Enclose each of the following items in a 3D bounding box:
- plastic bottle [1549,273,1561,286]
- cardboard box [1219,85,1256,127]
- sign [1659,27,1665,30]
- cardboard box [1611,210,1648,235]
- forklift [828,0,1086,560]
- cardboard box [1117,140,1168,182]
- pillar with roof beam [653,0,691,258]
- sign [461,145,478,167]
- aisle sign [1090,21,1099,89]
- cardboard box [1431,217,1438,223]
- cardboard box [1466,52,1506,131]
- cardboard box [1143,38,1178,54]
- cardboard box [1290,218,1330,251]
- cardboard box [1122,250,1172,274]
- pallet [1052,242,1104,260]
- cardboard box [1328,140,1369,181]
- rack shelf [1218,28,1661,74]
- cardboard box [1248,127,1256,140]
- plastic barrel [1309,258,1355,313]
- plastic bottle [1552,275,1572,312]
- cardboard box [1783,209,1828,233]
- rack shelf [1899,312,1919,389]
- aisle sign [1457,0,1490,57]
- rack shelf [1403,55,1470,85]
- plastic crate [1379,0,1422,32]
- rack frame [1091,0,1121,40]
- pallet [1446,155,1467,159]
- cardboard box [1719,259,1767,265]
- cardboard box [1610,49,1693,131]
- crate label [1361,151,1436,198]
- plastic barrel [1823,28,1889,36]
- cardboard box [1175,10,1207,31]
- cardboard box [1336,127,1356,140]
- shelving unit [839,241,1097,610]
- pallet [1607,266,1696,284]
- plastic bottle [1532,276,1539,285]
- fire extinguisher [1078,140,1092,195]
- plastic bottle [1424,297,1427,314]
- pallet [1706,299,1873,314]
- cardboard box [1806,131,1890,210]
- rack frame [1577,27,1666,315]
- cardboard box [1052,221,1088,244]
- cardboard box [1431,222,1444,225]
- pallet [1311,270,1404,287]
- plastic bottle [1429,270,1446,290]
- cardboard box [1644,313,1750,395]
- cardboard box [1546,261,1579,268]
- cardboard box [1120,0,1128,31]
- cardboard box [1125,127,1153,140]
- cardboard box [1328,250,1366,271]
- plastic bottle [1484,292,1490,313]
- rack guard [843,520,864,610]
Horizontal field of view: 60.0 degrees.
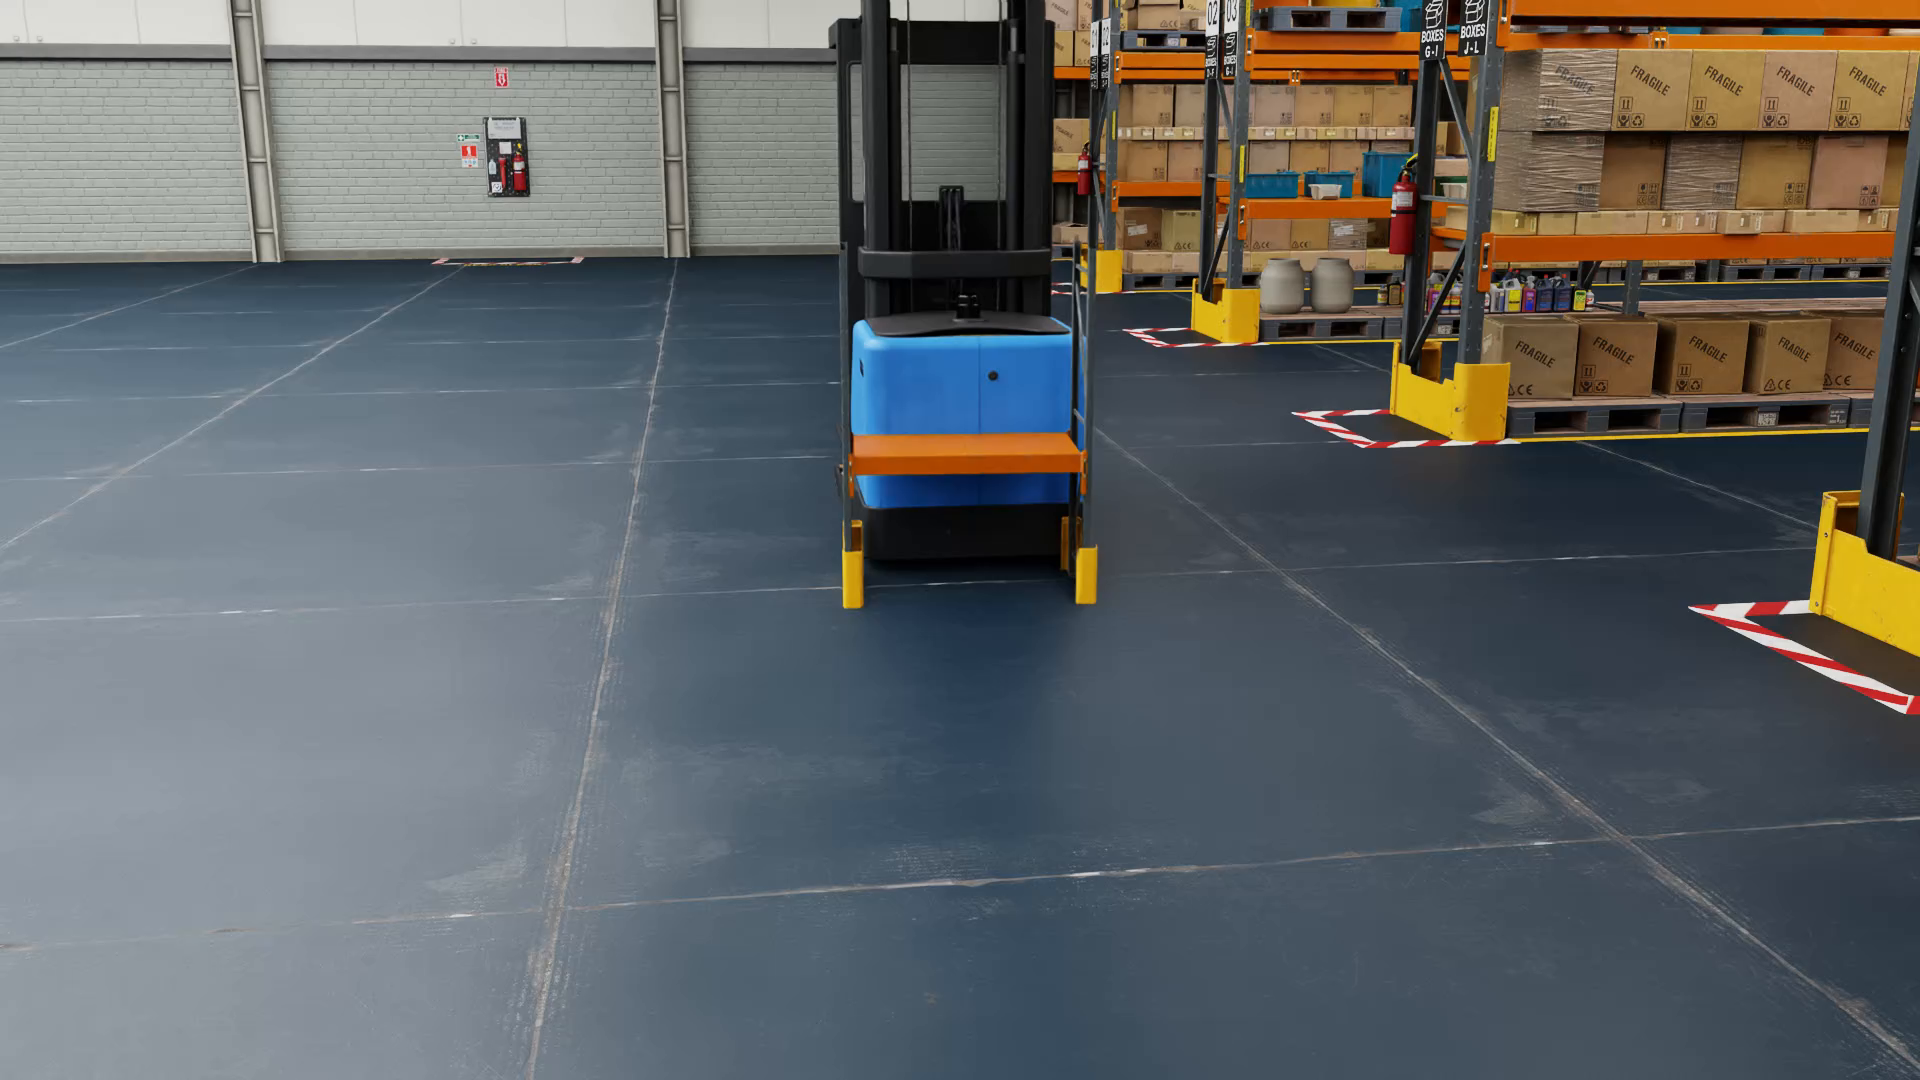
[{"bbox_3d":[5.830,-2.440,16.325,0.185,0.351,0.144,-2,14,-8],"label":"plastic bottle"},{"bbox_3d":[3.289,-5.348,20.509,0.500,0.500,0.700,-2,14,-8],"label":"cardboard box"},{"bbox_3d":[6.516,-4.896,15.393,0.005,0.325,0.100,-2,14,-8],"label":"sign"},{"bbox_3d":[4.289,-2.088,10.898,0.250,0.149,0.380,-2,14,-8],"label":"cardboard box"},{"bbox_3d":[-0.105,-1.638,8.730,1.130,2.935,3.031,-2,14,-7],"label":"forklift"},{"bbox_3d":[2.219,-4.678,20.504,0.500,0.500,0.700,-2,14,-8],"label":"cardboard box"},{"bbox_3d":[-3.714,-7.698,20.417,0.400,9.000,9.100,-2,14,-8],"label":"pillar with roof beam"},{"bbox_3d":[-7.367,-5.765,24.970,0.234,0.329,0.001,-2,14,-8],"label":"sign"},{"bbox_3d":[1.647,-5.945,20.417,0.004,0.787,0.394,-2,14,-8],"label":"aisle sign"},{"bbox_3d":[7.207,-5.044,26.403,0.500,0.500,0.700,-2,14,-9],"label":"cardboard box"},{"bbox_3d":[3.735,-2.990,11.106,0.500,0.500,0.500,-2,14,-8],"label":"cardboard box"},{"bbox_3d":[2.958,-7.328,24.861,0.500,0.500,0.500,-1,14,-5],"label":"cardboard box"},{"bbox_3d":[4.295,-3.891,20.818,0.500,0.500,0.500,-2,14,-8],"label":"cardboard box"},{"bbox_3d":[2.319,-3.452,20.609,0.500,0.250,0.500,-2,14,-8],"label":"cardboard box"},{"bbox_3d":[1.898,-4.479,25.646,1.213,0.211,1.003,-2,14,-8],"label":"pallet"},{"bbox_3d":[4.753,-4.771,20.875,0.500,0.500,0.700,-2,14,-9],"label":"cardboard box"},{"bbox_3d":[4.467,-4.603,15.722,4.000,0.370,1.077,-2,14,-8],"label":"rack shelf"},{"bbox_3d":[3.449,-4.989,20.409,0.250,0.149,0.380,-2,14,-9],"label":"cardboard box"},{"bbox_3d":[3.625,-2.482,16.202,0.421,0.512,0.421,0,14,0],"label":"plastic barrel"},{"bbox_3d":[5.851,-2.405,16.187,0.185,0.351,0.144,-2,14,-10],"label":"plastic bottle"},{"bbox_3d":[5.529,-2.127,11.052,0.250,0.149,0.380,-2,14,-8],"label":"cardboard box"},{"bbox_3d":[5.844,-0.760,6.564,4.000,0.370,1.077,-2,14,-8],"label":"rack shelf"},{"bbox_3d":[3.211,-3.420,10.346,0.004,0.787,0.394,-2,14,-8],"label":"aisle sign"},{"bbox_3d":[7.689,-5.939,21.051,4.000,0.370,1.077,-2,14,-8],"label":"rack shelf"},{"bbox_3d":[4.331,-5.013,15.911,0.575,0.384,0.392,-2,14,-8],"label":"plastic crate"},{"bbox_3d":[1.756,-7.526,19.732,0.127,3.000,1.000,-2,14,-8],"label":"rack frame"},{"bbox_3d":[8.236,-5.953,26.186,1.003,0.211,1.213,-2,14,-8],"label":"pallet"},{"bbox_3d":[10.159,-3.855,21.660,0.500,0.500,0.500,-1,14,-6],"label":"cardboard box"},{"bbox_3d":[4.308,-2.882,10.673,0.500,0.500,0.500,-2,14,-8],"label":"cardboard box"},{"bbox_3d":[4.270,-3.573,16.231,0.616,0.435,0.502,-2,14,-8],"label":"crate label"},{"bbox_3d":[8.909,-5.376,16.444,0.708,0.830,0.600,-2,14,-8],"label":"plastic barrel"},{"bbox_3d":[2.855,-6.375,20.466,0.500,0.250,0.500,-2,14,-8],"label":"cardboard box"},{"bbox_3d":[4.711,-5.034,20.591,0.250,0.149,0.380,-2,14,-8],"label":"cardboard box"},{"bbox_3d":[0.028,-0.512,7.180,1.083,1.500,0.587,-1,14,-4],"label":"shelving unit"},{"bbox_3d":[8.846,-3.533,21.875,1.213,0.211,1.003,-2,14,-8],"label":"pallet"},{"bbox_3d":[5.766,-2.515,16.764,0.133,0.283,0.061,-2,14,-8],"label":"plastic bottle"},{"bbox_3d":[1.569,-4.686,20.899,0.183,0.674,0.296,-2,14,-8],"label":"fire extinguisher"},{"bbox_3d":[4.431,-2.275,15.975,0.097,0.201,0.097,0,14,0],"label":"plastic bottle"},{"bbox_3d":[8.425,-2.300,16.957,1.213,0.211,1.003,-2,14,-8],"label":"pallet"},{"bbox_3d":[5.750,-2.517,11.276,0.500,0.500,0.875,-2,14,-8],"label":"cardboard box"},{"bbox_3d":[6.445,-3.569,16.288,0.127,3.000,1.000,-2,14,-8],"label":"rack frame"},{"bbox_3d":[1.711,-4.720,25.499,0.500,0.311,0.500,-4,15,-15],"label":"cardboard box"},{"bbox_3d":[6.069,-3.987,21.588,0.500,0.311,0.500,-2,14,-8],"label":"cardboard box"},{"bbox_3d":[4.918,-3.390,21.304,1.213,0.211,1.003,-2,14,-8],"label":"pallet"},{"bbox_3d":[4.794,-2.539,16.722,0.185,0.351,0.144,-2,14,-6],"label":"plastic bottle"},{"bbox_3d":[5.056,-1.291,11.478,0.500,0.500,0.500,-1,14,-3],"label":"cardboard box"},{"bbox_3d":[7.667,-3.642,21.366,0.500,0.250,0.500,-2,14,-7],"label":"cardboard box"},{"bbox_3d":[2.440,-7.788,24.643,0.500,0.500,0.500,-2,14,-7],"label":"cardboard box"},{"bbox_3d":[2.176,-4.942,20.221,0.250,0.149,0.380,-2,14,-9],"label":"cardboard box"},{"bbox_3d":[4.789,-3.546,20.983,0.500,0.250,0.500,-2,14,-8],"label":"cardboard box"},{"bbox_3d":[5.068,-2.298,16.068,0.097,0.201,0.097,0,14,0],"label":"plastic bottle"},{"bbox_3d":[-0.469,0.102,7.301,0.087,0.250,0.587,-1,14,-4],"label":"rack guard"}]
